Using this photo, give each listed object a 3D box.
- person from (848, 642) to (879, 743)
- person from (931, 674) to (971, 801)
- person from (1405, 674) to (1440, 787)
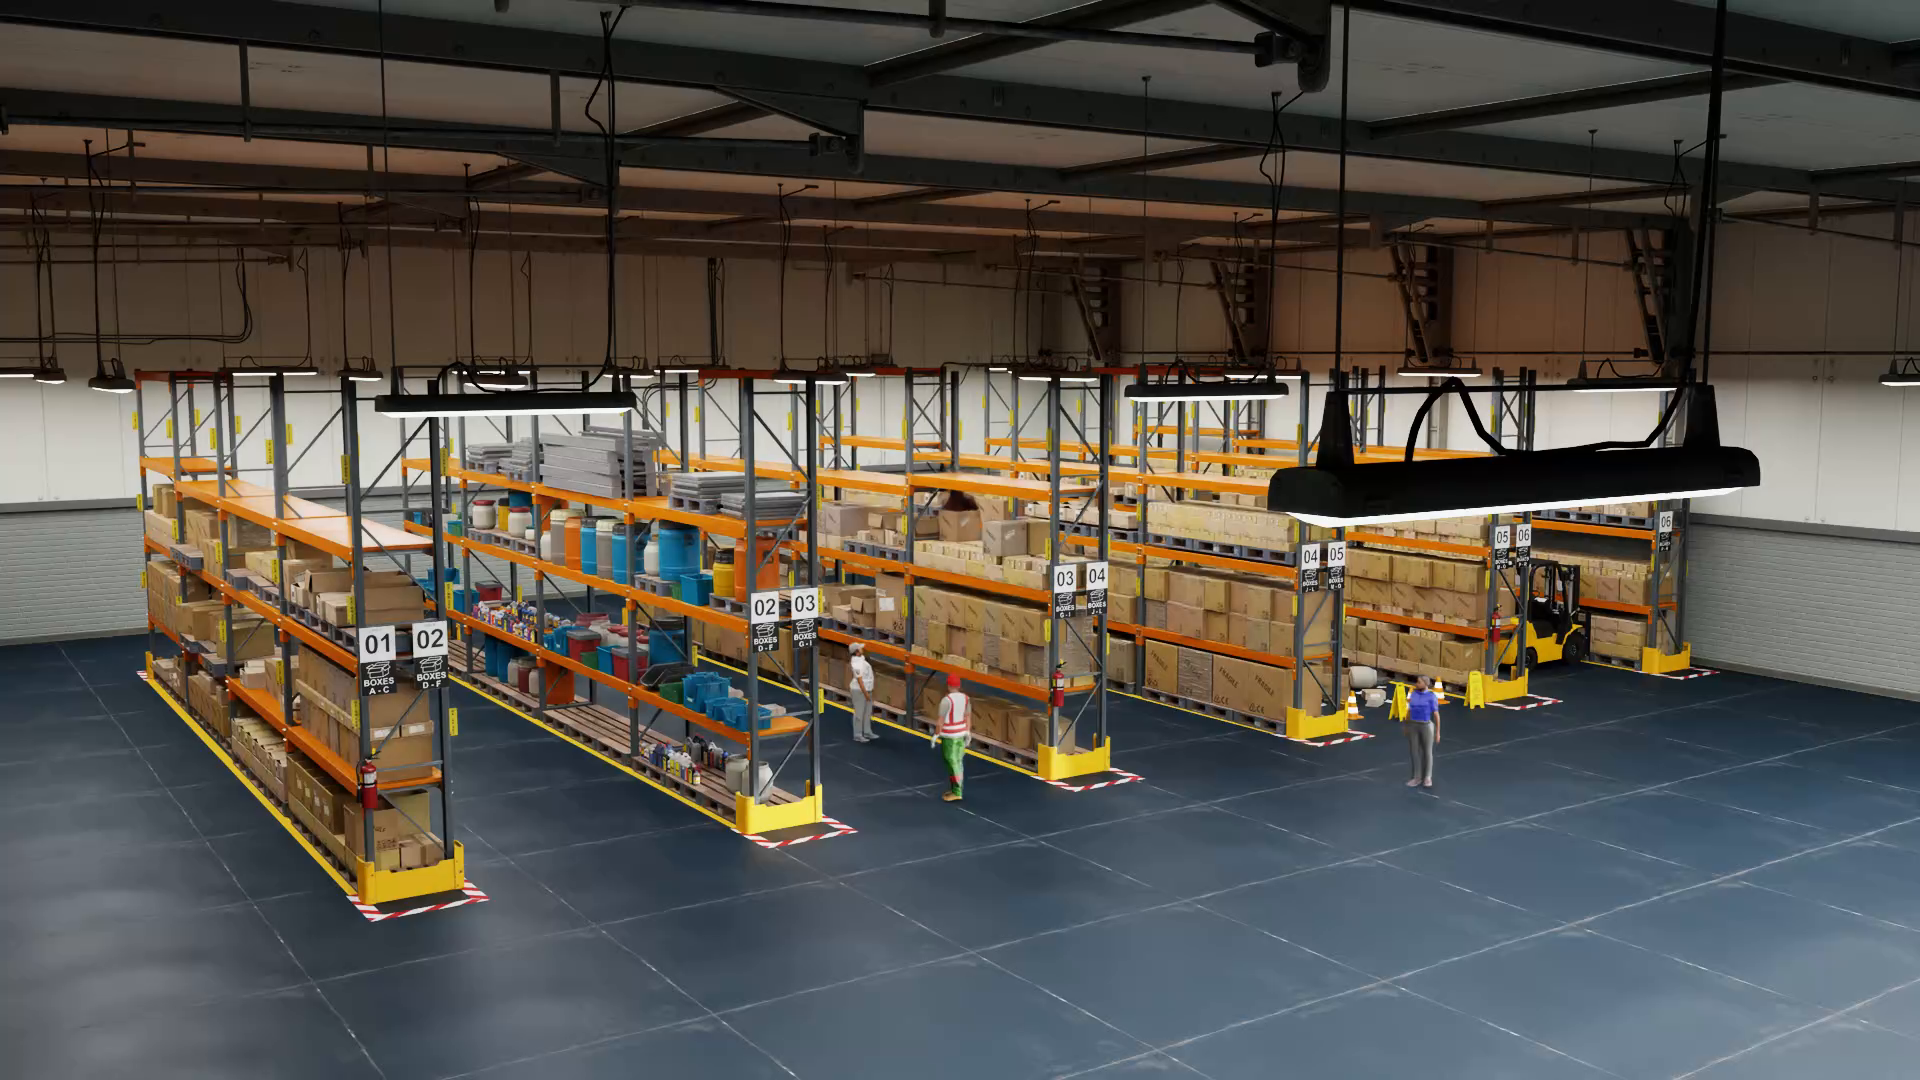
[{"bbox_3d":[-1.586,2.466,27.150,0.424,1.644,0.569,2,7,14],"label":"person"},{"bbox_3d":[-0.111,2.781,23.568,0.409,1.792,0.623,6,9,44],"label":"person"},{"bbox_3d":[6.766,2.785,24.265,0.551,1.688,0.377,5,8,35],"label":"person"}]
